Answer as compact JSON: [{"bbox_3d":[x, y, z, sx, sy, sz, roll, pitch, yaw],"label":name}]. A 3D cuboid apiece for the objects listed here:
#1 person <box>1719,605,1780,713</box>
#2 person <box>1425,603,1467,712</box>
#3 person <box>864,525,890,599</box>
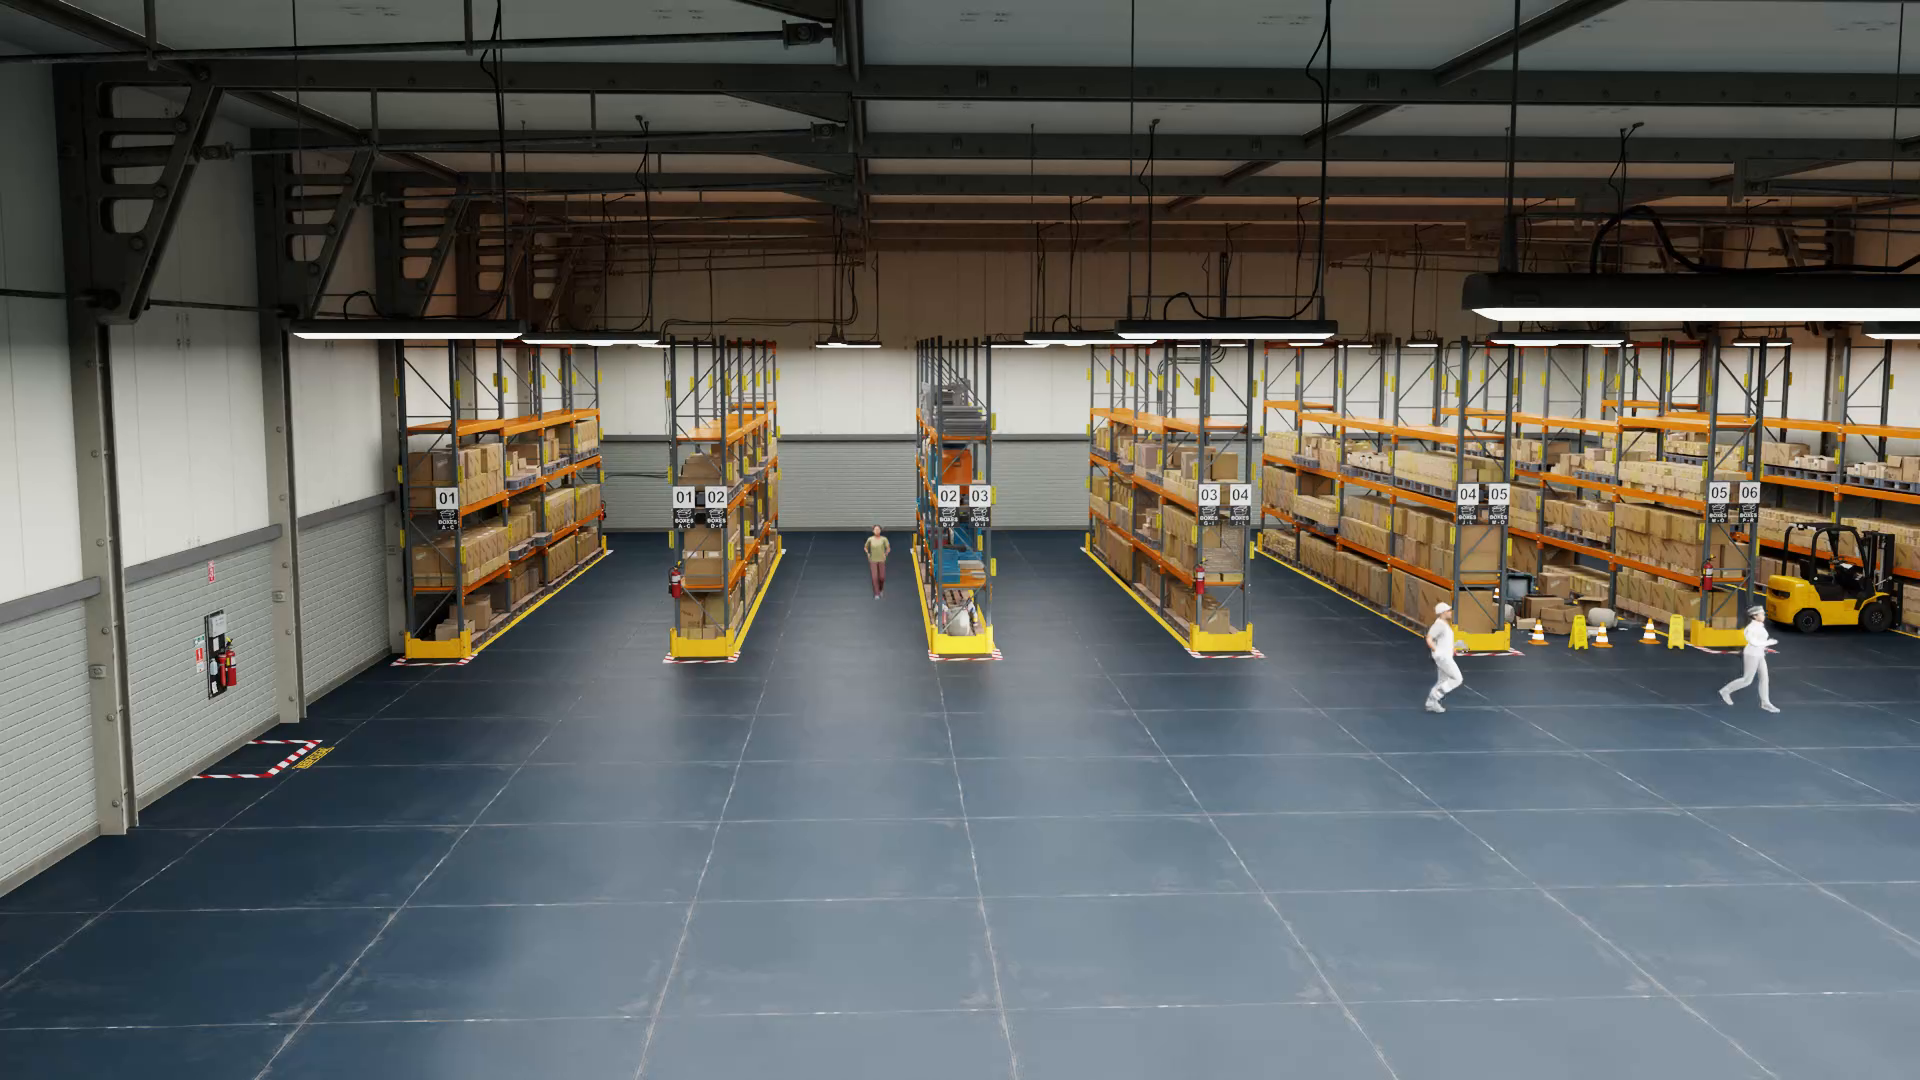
[{"bbox_3d":[12.606,1.860,26.466,0.899,1.687,0.631,5,8,39],"label":"person"},{"bbox_3d":[7.688,1.862,26.277,0.615,1.742,0.643,2,7,19],"label":"person"},{"bbox_3d":[-1.820,0.476,36.510,0.578,1.631,0.519,0,6,-3],"label":"person"}]
